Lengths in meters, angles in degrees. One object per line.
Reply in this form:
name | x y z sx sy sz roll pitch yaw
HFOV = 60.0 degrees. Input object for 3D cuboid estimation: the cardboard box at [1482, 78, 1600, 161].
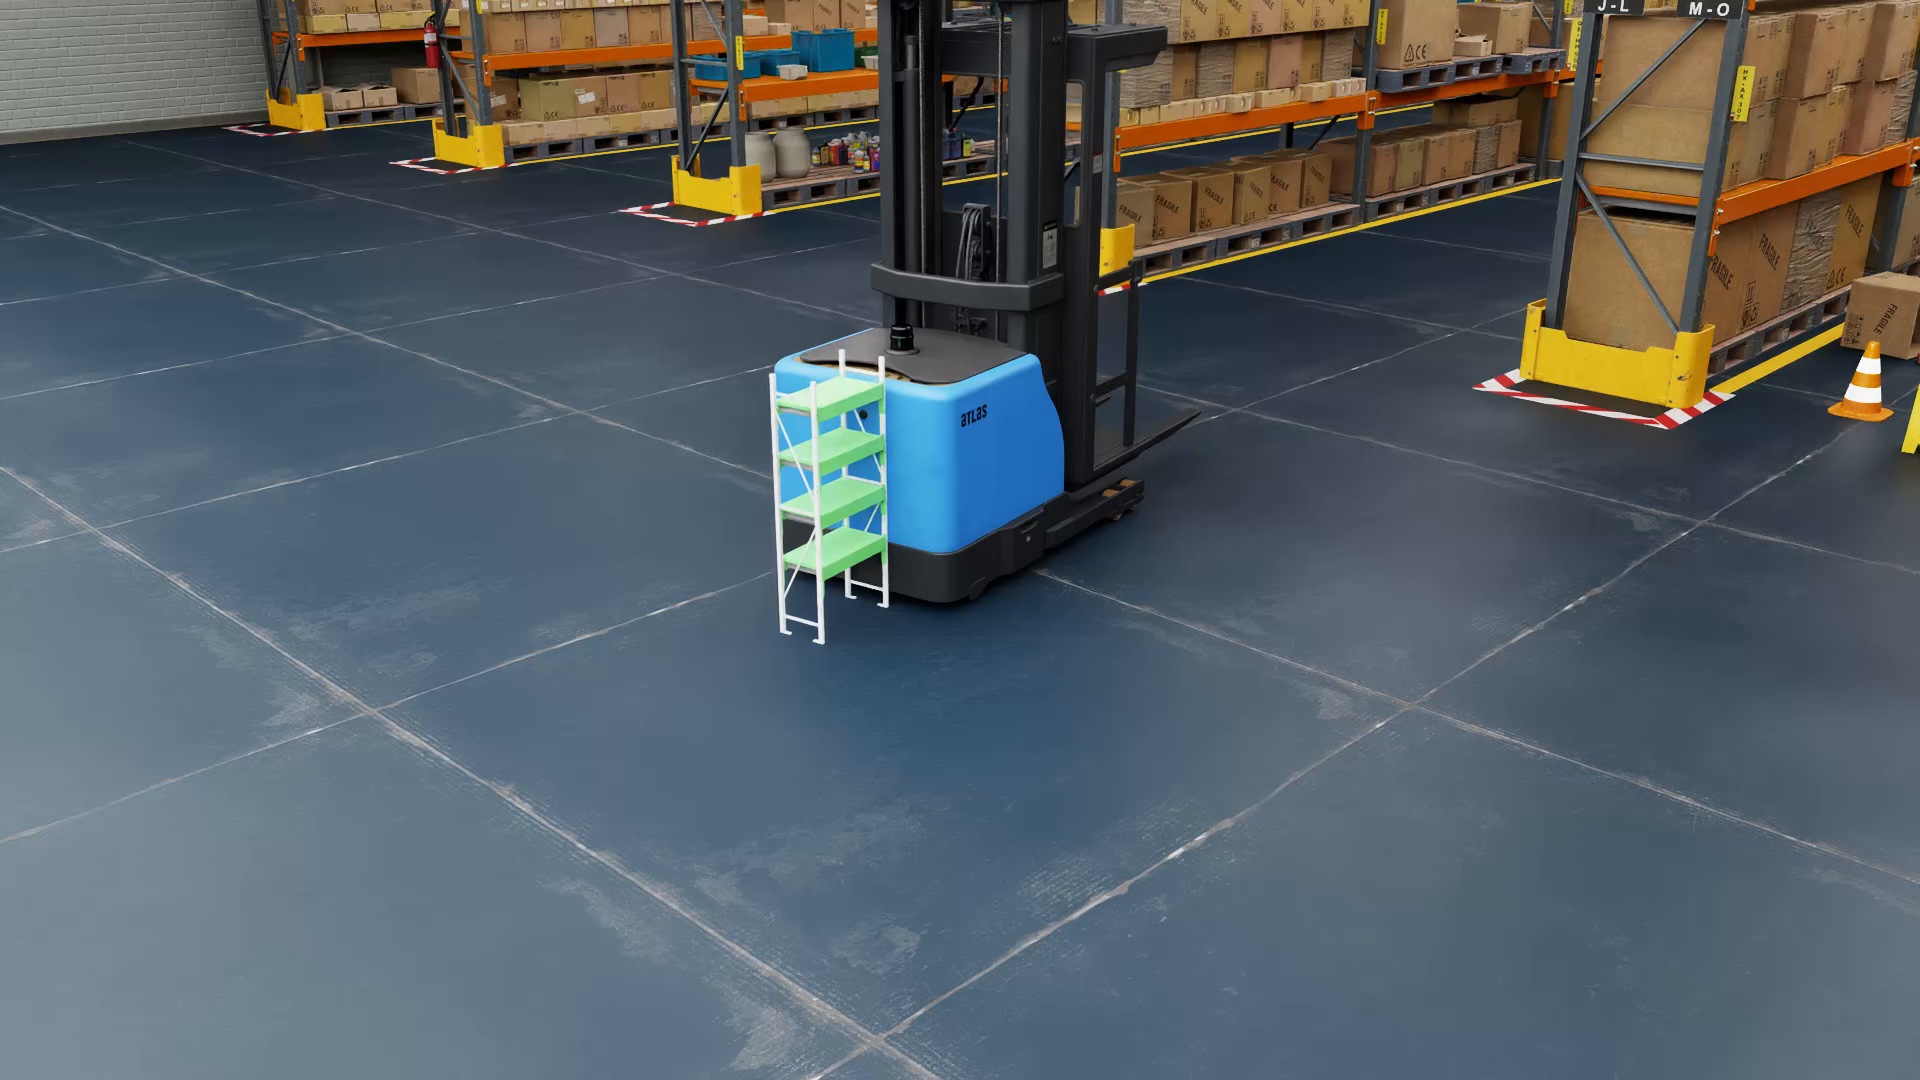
cardboard box | 7.001 -5.137 20.136 1.225 0.875 0.875 18 27 38

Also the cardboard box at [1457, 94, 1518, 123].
cardboard box | 6.058 -4.970 19.149 0.500 0.250 0.500 -19 28 -40

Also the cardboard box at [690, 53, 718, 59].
cardboard box | -4.607 -8.321 28.912 0.500 0.500 0.700 -20 29 -41

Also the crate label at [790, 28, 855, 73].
crate label | -1.535 -5.501 18.658 0.502 0.435 0.616 19 28 41

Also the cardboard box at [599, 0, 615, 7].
cardboard box | -4.671 -6.976 21.500 0.380 0.149 0.250 20 28 41

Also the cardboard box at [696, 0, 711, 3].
cardboard box | -3.591 -7.376 22.540 0.380 0.149 0.250 19 28 40

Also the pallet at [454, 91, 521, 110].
pallet | -7.376 -6.969 26.411 1.003 0.211 1.213 19 28 41

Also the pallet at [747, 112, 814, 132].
pallet | -2.895 -6.111 24.178 1.003 0.211 1.213 19 28 41

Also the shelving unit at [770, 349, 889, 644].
shelving unit | -0.571 -0.196 7.413 0.258 1.200 0.503 13 25 31

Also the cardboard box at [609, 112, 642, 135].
cardboard box | -4.590 -5.565 22.119 0.500 0.250 0.500 19 28 41

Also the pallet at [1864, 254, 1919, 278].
pallet | 7.681 -2.381 14.475 1.003 0.211 1.213 19 28 41

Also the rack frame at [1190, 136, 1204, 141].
rack frame | 2.956 -7.001 22.607 1.000 3.000 0.127 19 28 41

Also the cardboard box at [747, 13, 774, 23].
cardboard box | -2.899 -7.422 23.892 0.396 0.266 0.258 18 28 39

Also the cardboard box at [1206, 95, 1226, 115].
cardboard box | 2.160 -3.924 14.952 0.380 0.149 0.250 19 28 41

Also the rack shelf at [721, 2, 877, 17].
rack shelf | -2.747 -9.658 30.525 1.077 0.370 4.000 19 28 41

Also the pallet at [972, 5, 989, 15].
pallet | 0.763 -8.653 27.173 1.003 0.211 1.213 19 28 41

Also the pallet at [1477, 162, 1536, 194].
pallet | 5.958 -4.259 19.361 1.003 0.211 1.213 19 28 41

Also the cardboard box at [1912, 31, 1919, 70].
cardboard box | 7.539 -4.108 13.548 0.700 0.500 0.500 19 28 40

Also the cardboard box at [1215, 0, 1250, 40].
cardboard box | 2.204 -4.686 14.637 0.500 0.500 0.500 19 28 41

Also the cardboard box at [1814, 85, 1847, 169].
cardboard box | 5.822 -3.020 12.041 0.875 0.550 0.500 19 28 41

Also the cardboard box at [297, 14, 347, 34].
cardboard box | -9.155 -7.409 23.851 0.500 0.250 0.500 18 28 39

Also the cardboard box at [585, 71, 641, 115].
cardboard box | -4.590 -5.915 21.984 0.500 0.500 0.500 19 28 41

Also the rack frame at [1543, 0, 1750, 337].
rack frame | 4.407 -2.437 10.734 1.000 3.000 0.127 19 28 41

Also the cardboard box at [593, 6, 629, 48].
cardboard box | -4.759 -6.747 21.808 0.500 0.500 0.700 -19 28 -40

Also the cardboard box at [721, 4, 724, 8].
cardboard box | -4.099 -9.520 29.484 0.250 0.149 0.380 -20 28 -41

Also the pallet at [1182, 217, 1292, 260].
pallet | 2.420 -2.935 15.915 1.003 0.211 1.213 19 28 41

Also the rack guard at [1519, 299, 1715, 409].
rack guard | 4.390 -1.264 11.167 1.175 0.500 0.348 19 28 41

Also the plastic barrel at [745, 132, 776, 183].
plastic barrel | -2.221 -4.167 18.118 0.421 0.512 0.421 0 21 0

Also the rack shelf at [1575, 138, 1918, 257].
rack shelf | 5.802 -2.615 12.201 1.077 0.370 4.000 19 28 41

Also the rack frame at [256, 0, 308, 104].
rack frame | -9.723 -7.424 23.708 1.000 3.000 0.127 19 28 41

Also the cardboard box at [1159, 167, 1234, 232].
cardboard box | 2.214 -3.208 15.640 0.500 0.500 0.500 -17 27 -37

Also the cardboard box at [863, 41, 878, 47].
cardboard box | -1.712 -9.501 31.524 0.750 0.750 0.750 20 28 41

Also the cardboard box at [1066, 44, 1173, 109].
cardboard box | 1.327 -4.025 14.310 0.875 0.500 0.500 19 28 41

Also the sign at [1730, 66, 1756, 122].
sign | 4.800 -2.738 10.199 0.100 0.325 0.005 19 28 41

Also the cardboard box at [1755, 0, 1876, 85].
cardboard box | 6.140 -3.678 12.249 0.875 0.550 0.550 19 28 41

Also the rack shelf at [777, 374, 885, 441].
rack shelf | -0.571 -0.585 7.263 0.258 0.148 0.480 13 25 31

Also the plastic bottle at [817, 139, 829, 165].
plastic bottle | -1.590 -4.498 19.269 0.133 0.283 0.061 -19 28 -41

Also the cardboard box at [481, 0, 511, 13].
cardboard box | -5.744 -6.581 20.473 0.380 0.149 0.250 19 28 40

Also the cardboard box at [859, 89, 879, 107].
cardboard box | -1.493 -6.696 25.061 0.500 0.250 0.500 -19 28 -41

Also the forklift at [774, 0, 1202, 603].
forklift | 0.342 -1.555 8.534 1.130 2.935 3.031 13 25 31

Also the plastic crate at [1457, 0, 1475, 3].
plastic crate | 8.437 -8.969 27.595 0.616 0.435 0.499 19 28 41

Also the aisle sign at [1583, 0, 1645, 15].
aisle sign | 4.142 -3.707 10.416 0.394 0.787 0.004 19 28 41

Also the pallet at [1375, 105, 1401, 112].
pallet | 6.231 -6.926 26.300 1.003 0.211 1.213 19 28 41

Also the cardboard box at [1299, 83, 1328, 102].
cardboard box | 3.281 -4.283 15.888 0.380 0.149 0.250 19 28 41

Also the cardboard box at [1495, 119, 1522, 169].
cardboard box | 6.051 -4.622 19.290 0.700 0.500 0.500 17 27 38

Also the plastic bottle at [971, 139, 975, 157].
plastic bottle | 0.135 -4.700 19.910 0.097 0.201 0.097 0 21 0

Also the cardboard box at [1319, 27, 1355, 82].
cardboard box | 3.356 -4.818 16.375 0.875 0.500 0.500 19 28 41

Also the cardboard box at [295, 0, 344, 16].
cardboard box | -9.175 -7.761 23.720 0.500 0.500 0.500 19 28 41

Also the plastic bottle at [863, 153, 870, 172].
plastic bottle | -1.065 -4.258 18.759 0.097 0.201 0.097 0 21 0

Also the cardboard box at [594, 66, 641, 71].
cardboard box | -4.626 -6.178 22.668 0.500 0.500 0.500 19 28 41

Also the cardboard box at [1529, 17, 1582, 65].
cardboard box | 7.038 -5.864 19.512 0.500 0.500 0.500 -19 28 -40

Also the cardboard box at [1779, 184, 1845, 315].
cardboard box | 6.082 -2.293 12.735 0.875 0.875 0.875 20 28 41
